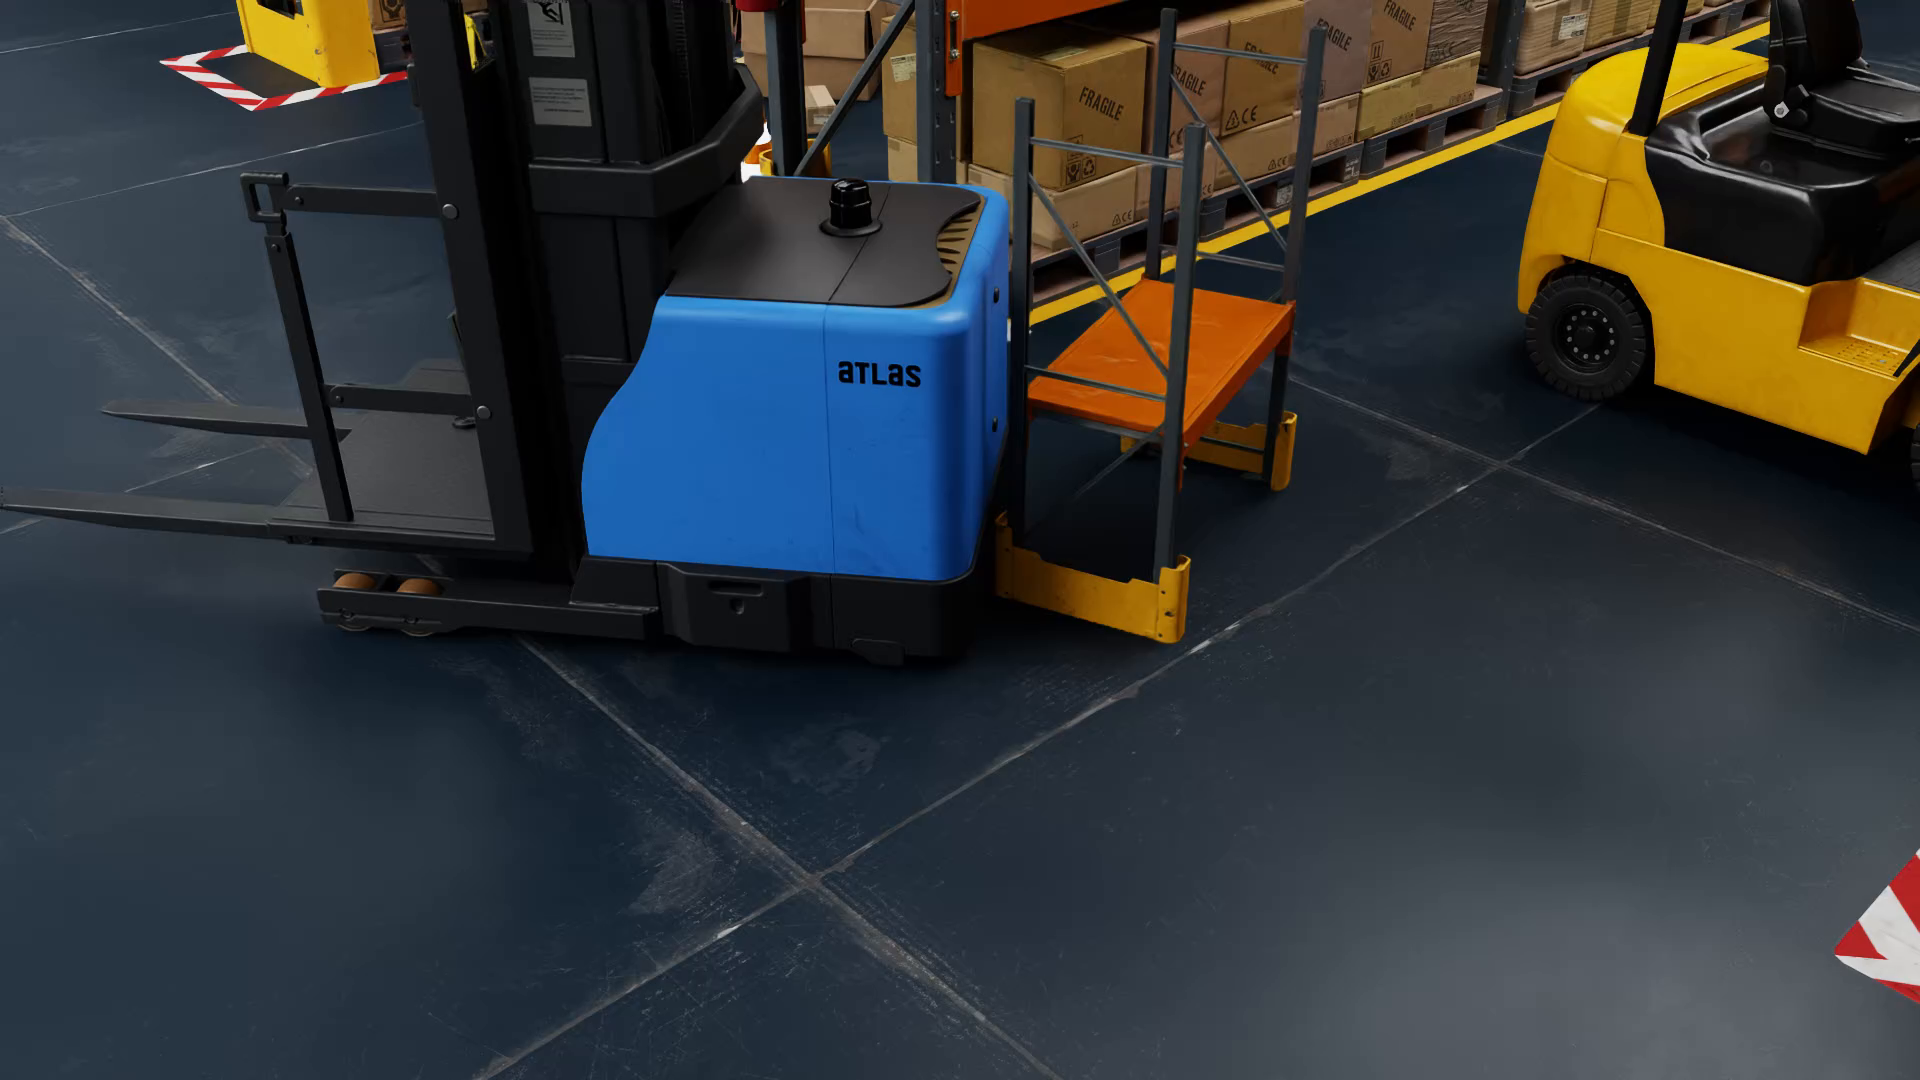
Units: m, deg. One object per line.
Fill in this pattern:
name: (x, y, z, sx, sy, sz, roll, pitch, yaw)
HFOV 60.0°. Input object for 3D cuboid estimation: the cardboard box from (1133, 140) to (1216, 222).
cardboard box: (0.764, -1.632, 7.277, 0.500, 0.250, 0.500, -24, 39, -34)

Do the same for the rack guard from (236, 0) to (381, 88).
rack guard: (-3.852, -3.050, 9.759, 0.348, 0.500, 1.175, -26, 40, -35)

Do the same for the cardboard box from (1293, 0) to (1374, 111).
cardboard box: (1.541, -2.337, 7.711, 0.500, 0.500, 0.500, -23, 39, -33)

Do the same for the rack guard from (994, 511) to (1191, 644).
rack guard: (0.376, 0.106, 4.837, 0.587, 0.250, 0.087, 15, 34, 23)

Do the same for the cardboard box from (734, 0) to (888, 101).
cardboard box: (-0.829, -2.794, 9.336, 0.797, 0.503, 0.637, 4, 32, 6)

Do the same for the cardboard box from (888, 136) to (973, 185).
cardboard box: (0.032, -1.672, 7.341, 0.500, 0.250, 0.500, -26, 40, -36)

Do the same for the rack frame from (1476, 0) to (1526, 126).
rack frame: (2.538, -3.686, 8.403, 0.127, 3.000, 1.000, -26, 40, -35)

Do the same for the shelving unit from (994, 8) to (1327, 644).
shelving unit: (0.602, -0.658, 4.889, 0.587, 1.500, 1.083, 15, 34, 23)

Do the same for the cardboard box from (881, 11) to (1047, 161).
cardboard box: (0.015, -1.977, 7.123, 0.500, 0.500, 0.500, -26, 40, -35)

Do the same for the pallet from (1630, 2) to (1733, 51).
pallet: (4.003, -3.208, 10.294, 1.213, 0.211, 1.003, -26, 40, -35)

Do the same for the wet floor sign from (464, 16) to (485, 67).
wet floor sign: (-2.510, -2.353, 8.479, 0.267, 0.644, 0.232, 22, 37, 31)

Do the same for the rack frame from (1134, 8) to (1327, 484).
rack frame: (0.830, -0.890, 5.268, 0.500, 1.500, 0.032, 15, 34, 23)

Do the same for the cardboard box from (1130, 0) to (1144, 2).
cardboard box: (0.770, -2.340, 7.716, 0.500, 0.500, 0.500, -27, 40, -36)

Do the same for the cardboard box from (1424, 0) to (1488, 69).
cardboard box: (2.287, -2.700, 8.304, 0.500, 0.500, 0.500, -26, 40, -36)

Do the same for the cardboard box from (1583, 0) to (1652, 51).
cardboard box: (3.446, -3.187, 9.704, 0.625, 0.372, 0.950, -23, 38, -33)

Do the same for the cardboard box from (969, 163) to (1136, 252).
cardboard box: (0.384, -1.454, 6.985, 0.500, 0.250, 0.500, -26, 40, -36)

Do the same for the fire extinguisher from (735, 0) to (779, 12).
fire extinguisher: (-0.792, -2.370, 6.325, 0.183, 0.674, 0.296, -26, 40, -35)

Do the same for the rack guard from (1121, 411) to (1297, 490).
rack guard: (0.829, -0.356, 5.593, 0.587, 0.250, 0.087, 15, 34, 23)

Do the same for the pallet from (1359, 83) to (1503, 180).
pallet: (2.070, -2.245, 8.719, 1.213, 0.211, 1.003, -26, 40, -35)

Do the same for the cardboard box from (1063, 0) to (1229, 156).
cardboard box: (0.782, -1.969, 7.110, 0.500, 0.500, 0.500, -28, 41, -37)

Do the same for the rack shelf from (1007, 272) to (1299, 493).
rack shelf: (0.598, -0.501, 4.976, 0.538, 0.185, 1.000, 15, 34, 23)

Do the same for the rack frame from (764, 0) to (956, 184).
rack frame: (-0.395, -2.267, 6.083, 0.127, 3.000, 1.000, -26, 40, -35)

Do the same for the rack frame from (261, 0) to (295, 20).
rack frame: (-3.835, -4.125, 9.121, 0.127, 3.000, 1.000, -26, 40, -35)

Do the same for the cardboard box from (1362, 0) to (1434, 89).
cardboard box: (1.915, -2.519, 8.008, 0.500, 0.500, 0.500, -25, 39, -35)

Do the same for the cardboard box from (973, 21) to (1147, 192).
cardboard box: (0.401, -1.782, 6.804, 0.500, 0.500, 0.500, -27, 41, -37)

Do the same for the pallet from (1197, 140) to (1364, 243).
pallet: (1.175, -1.810, 8.007, 1.213, 0.211, 1.003, -26, 40, -35)

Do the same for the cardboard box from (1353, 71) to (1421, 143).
cardboard box: (1.904, -2.187, 8.184, 0.500, 0.250, 0.500, -27, 41, -37)

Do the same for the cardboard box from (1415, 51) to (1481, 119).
cardboard box: (2.287, -2.380, 8.499, 0.500, 0.250, 0.500, -24, 39, -33)

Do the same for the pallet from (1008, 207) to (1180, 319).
pallet: (0.280, -1.379, 7.303, 1.213, 0.211, 1.003, -26, 40, -35)

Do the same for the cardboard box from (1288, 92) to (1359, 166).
cardboard box: (1.528, -2.008, 7.892, 0.500, 0.250, 0.500, -25, 39, -35)

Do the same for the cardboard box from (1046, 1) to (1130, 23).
cardboard box: (0.395, -2.164, 7.427, 0.500, 0.500, 0.500, -24, 39, -34)

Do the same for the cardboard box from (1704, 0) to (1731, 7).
cardboard box: (4.514, -3.702, 10.545, 0.625, 0.372, 0.950, -27, 40, -36)

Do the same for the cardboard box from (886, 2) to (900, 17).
cardboard box: (-0.148, -3.187, 9.849, 0.503, 0.637, 0.797, -26, 40, -35)

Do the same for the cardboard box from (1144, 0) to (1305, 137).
cardboard box: (1.155, -2.144, 7.396, 0.500, 0.500, 0.500, -25, 39, -35)

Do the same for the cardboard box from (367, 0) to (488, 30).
cardboard box: (-3.383, -3.664, 10.000, 0.875, 0.875, 0.875, -26, 40, -35)

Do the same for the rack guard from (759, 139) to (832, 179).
rack guard: (-0.339, -1.228, 6.779, 0.348, 0.500, 1.175, -26, 40, -35)

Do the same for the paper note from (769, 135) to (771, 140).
paper note: (-1.055, -2.097, 8.651, 0.148, 0.019, 0.142, 15, 34, 23)

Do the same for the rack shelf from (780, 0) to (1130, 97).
rack shelf: (1.071, -2.670, 7.430, 4.000, 0.370, 1.077, -26, 40, -35)

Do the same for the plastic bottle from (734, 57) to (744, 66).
plastic bottle: (-1.224, -2.810, 9.787, 0.133, 0.061, 0.283, 15, 34, 23)

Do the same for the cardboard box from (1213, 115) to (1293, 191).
cardboard box: (1.155, -1.830, 7.601, 0.500, 0.250, 0.500, -23, 38, -32)

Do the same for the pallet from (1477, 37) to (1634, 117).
pallet: (3.108, -2.773, 9.583, 1.213, 0.211, 1.003, -26, 40, -35)

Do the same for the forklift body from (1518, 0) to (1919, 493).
forklift body: (3.133, -1.378, 5.442, 1.214, 2.155, 2.313, -26, 40, -35)

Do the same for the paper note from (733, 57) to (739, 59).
paper note: (-1.383, -2.883, 9.955, 0.123, 0.001, 0.032, -7, 32, -11)

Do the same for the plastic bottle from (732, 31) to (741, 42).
plastic bottle: (-1.254, -3.107, 10.273, 0.283, 0.061, 0.133, 15, 34, 23)

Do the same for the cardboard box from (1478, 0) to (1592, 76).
cardboard box: (2.921, -2.931, 9.285, 0.625, 0.372, 0.950, -25, 39, -35)

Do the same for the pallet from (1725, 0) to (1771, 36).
pallet: (4.897, -3.639, 10.998, 1.213, 0.211, 1.003, -26, 40, -35)

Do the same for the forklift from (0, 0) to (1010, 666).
forklift: (-1.401, -1.239, 4.467, 3.031, 2.935, 1.130, 4, 32, 7)

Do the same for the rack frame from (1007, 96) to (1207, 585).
rack frame: (0.367, -0.418, 4.496, 0.500, 1.500, 0.032, 15, 34, 23)

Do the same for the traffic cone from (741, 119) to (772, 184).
traffic cone: (-0.957, -1.831, 7.801, 0.334, 0.463, 0.336, -26, 40, -35)

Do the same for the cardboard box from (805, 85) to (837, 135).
cardboard box: (-0.808, -2.288, 8.850, 0.250, 0.149, 0.380, -7, 32, -11)

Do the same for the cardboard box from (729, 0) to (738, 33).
cardboard box: (-1.342, -3.535, 10.550, 0.500, 0.500, 0.500, -19, 36, -28)

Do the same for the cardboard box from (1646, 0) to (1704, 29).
cardboard box: (3.954, -3.435, 10.108, 0.625, 0.372, 0.950, -24, 39, -34)

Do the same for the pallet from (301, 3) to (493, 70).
pallet: (-3.302, -3.249, 10.361, 1.213, 0.211, 1.003, -26, 40, -35)
